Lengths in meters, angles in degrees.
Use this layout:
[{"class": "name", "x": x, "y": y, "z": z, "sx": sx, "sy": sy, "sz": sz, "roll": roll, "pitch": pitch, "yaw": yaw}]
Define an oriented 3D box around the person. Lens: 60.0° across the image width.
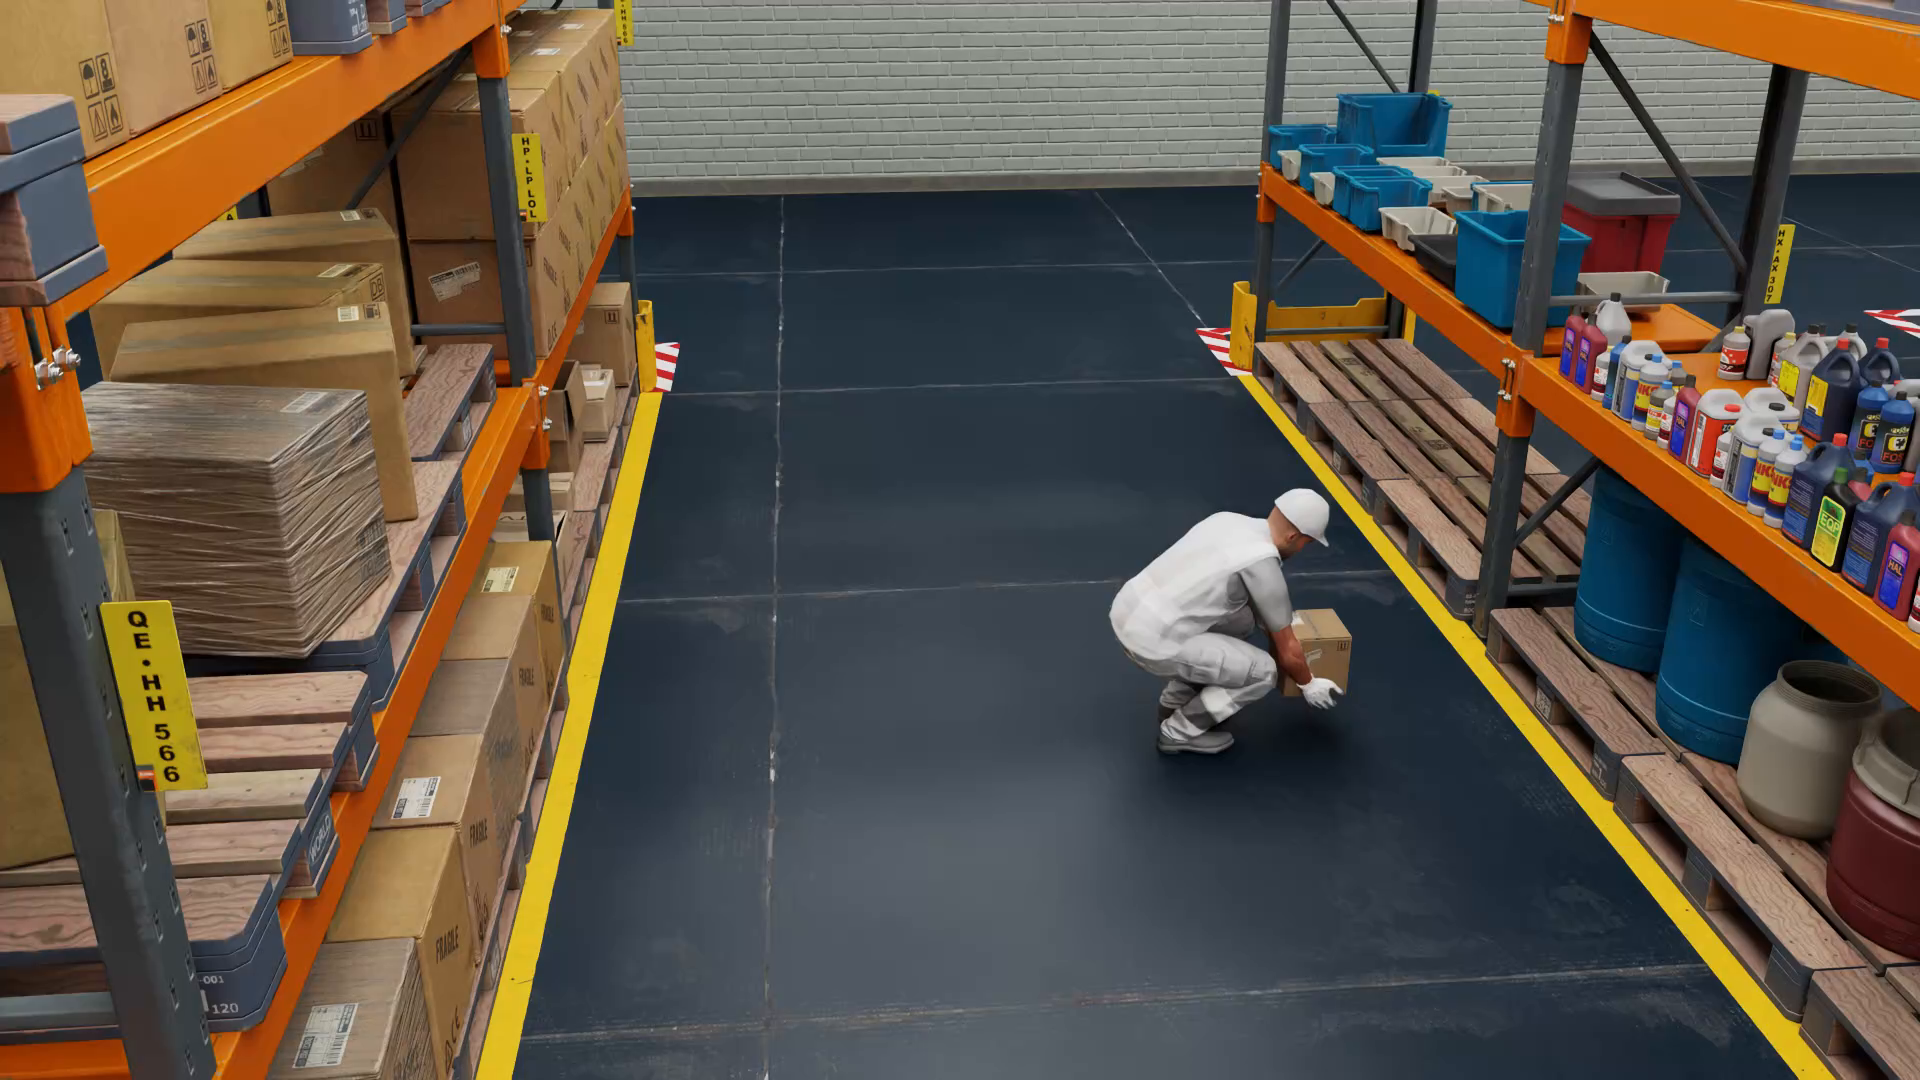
[{"class": "person", "x": 1.016, "y": 0.291, "z": 6.405, "sx": 0.884, "sy": 0.994, "sz": 0.574, "roll": -2, "pitch": 24, "yaw": -5}]
